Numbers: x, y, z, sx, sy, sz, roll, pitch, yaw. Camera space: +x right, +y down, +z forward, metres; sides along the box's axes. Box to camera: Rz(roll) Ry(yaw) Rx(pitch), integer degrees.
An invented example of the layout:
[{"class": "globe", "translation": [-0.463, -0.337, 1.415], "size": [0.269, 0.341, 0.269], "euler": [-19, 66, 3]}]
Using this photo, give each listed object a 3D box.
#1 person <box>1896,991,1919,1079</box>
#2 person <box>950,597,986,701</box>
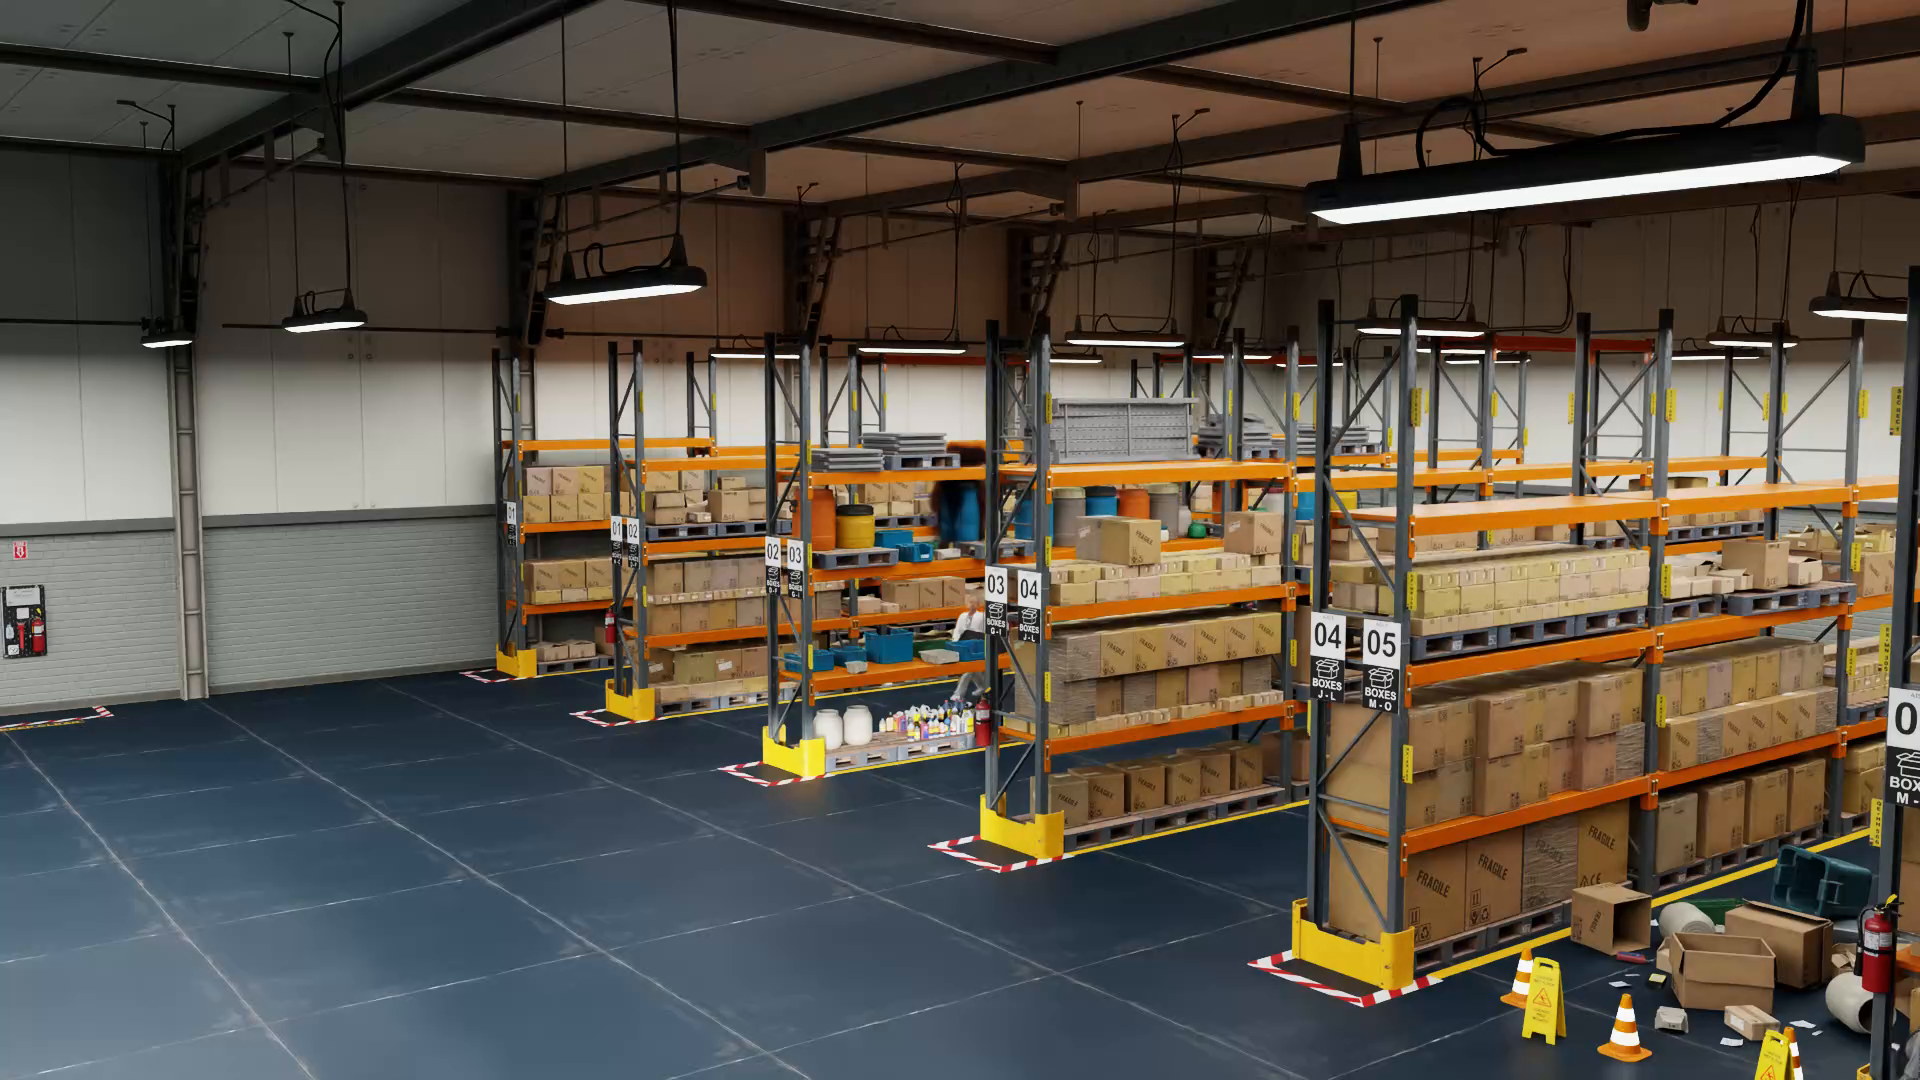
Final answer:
[{"class": "person", "translation": [5.809, 3.453, 9.980], "size": [0.987, 1.689, 0.500], "euler": [3, 6, 27]}, {"class": "person", "translation": [0.123, 1.927, 27.937], "size": [1.087, 1.499, 0.587], "euler": [-5, 7, -43]}]
